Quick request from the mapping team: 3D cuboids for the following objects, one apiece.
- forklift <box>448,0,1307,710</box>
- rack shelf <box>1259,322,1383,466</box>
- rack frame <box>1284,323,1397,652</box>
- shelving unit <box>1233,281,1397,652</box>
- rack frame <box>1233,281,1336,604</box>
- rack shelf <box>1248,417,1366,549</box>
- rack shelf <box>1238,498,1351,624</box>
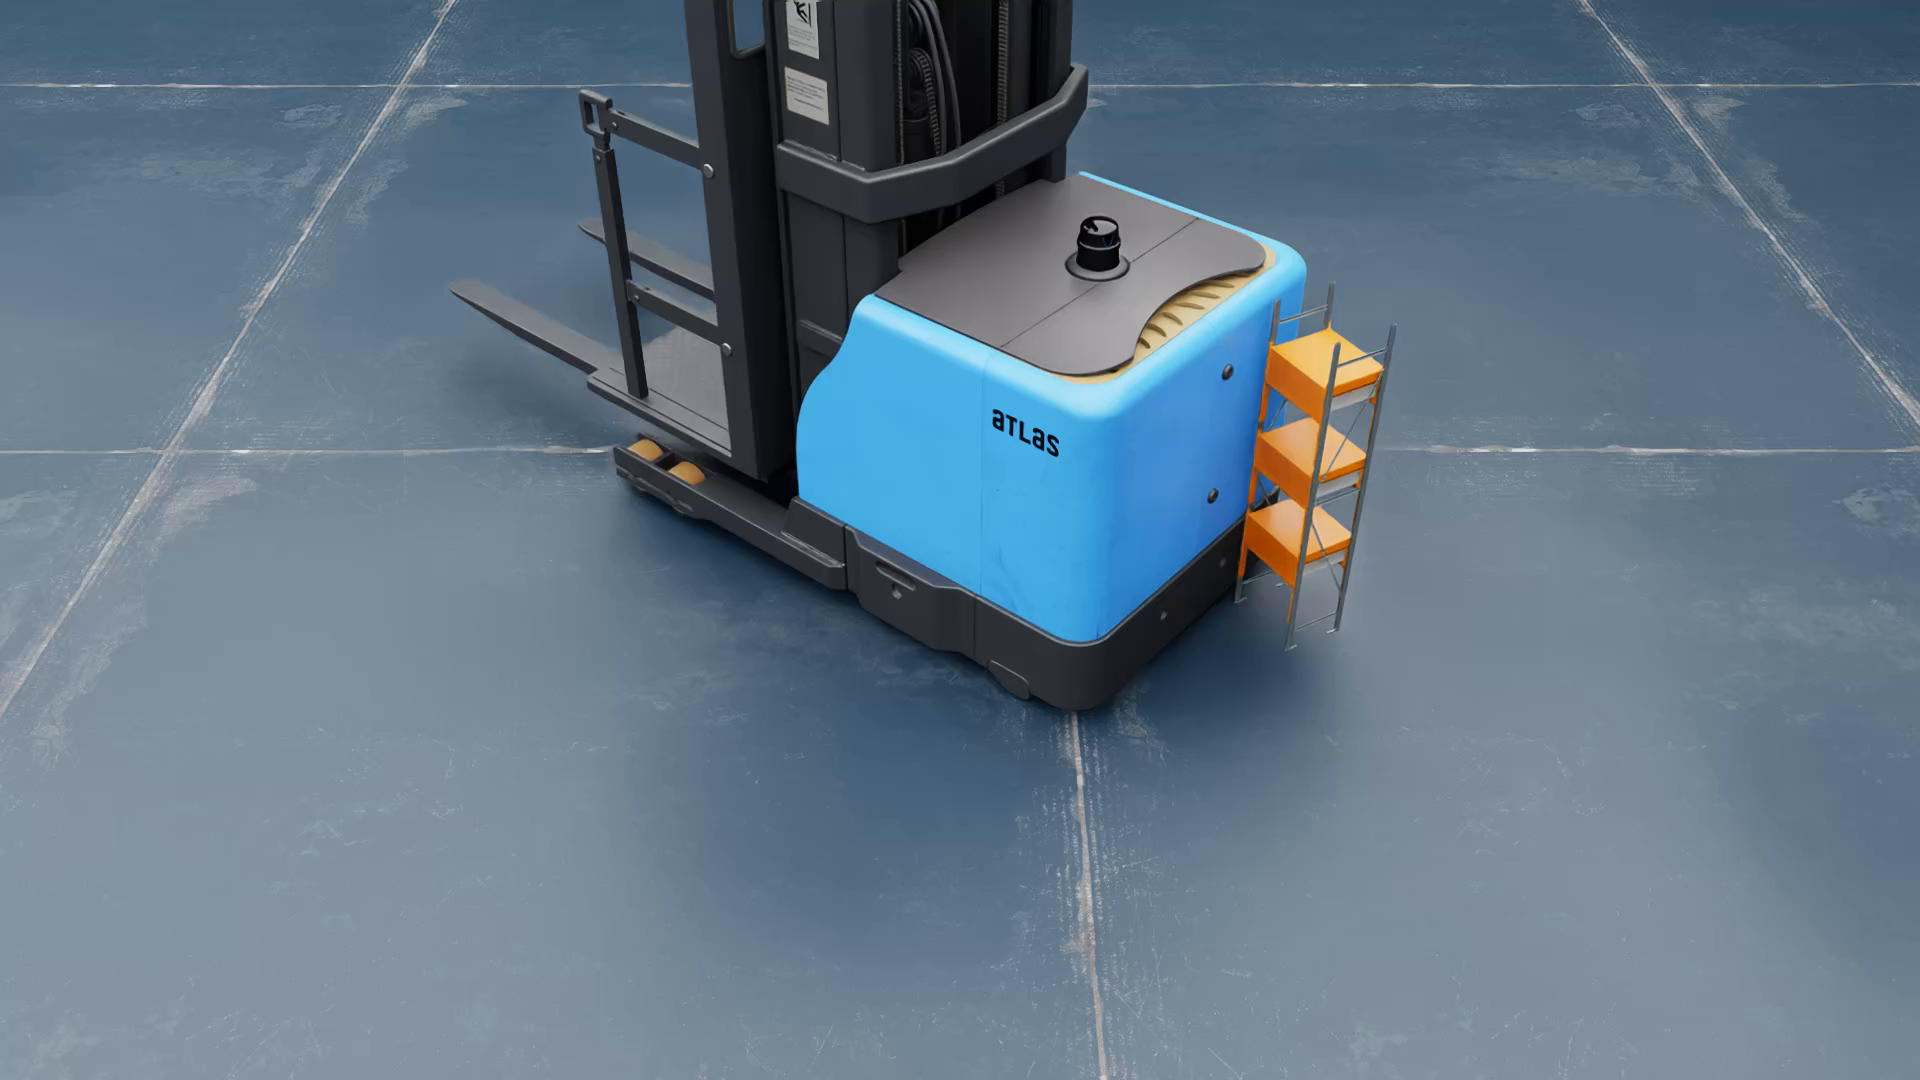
[{"bbox_3d":[-0.493,-1.452,4.718,3.031,2.935,1.130,28,46,30],"label":"forklift"},{"bbox_3d":[0.973,-0.394,4.466,0.215,0.259,0.240,-19,43,-22],"label":"rack shelf"},{"bbox_3d":[1.032,-0.115,4.553,0.200,1.050,0.008,-19,43,-22],"label":"rack frame"},{"bbox_3d":[0.973,-0.181,4.637,0.215,1.050,0.252,-19,43,-22],"label":"shelving unit"},{"bbox_3d":[0.913,-0.248,4.720,0.200,1.050,0.008,-19,43,-22],"label":"rack frame"},{"bbox_3d":[0.973,-0.173,4.643,0.215,0.259,0.240,-19,43,-22],"label":"rack shelf"},{"bbox_3d":[0.973,0.044,4.817,0.215,0.259,0.240,-19,43,-22],"label":"rack shelf"}]
